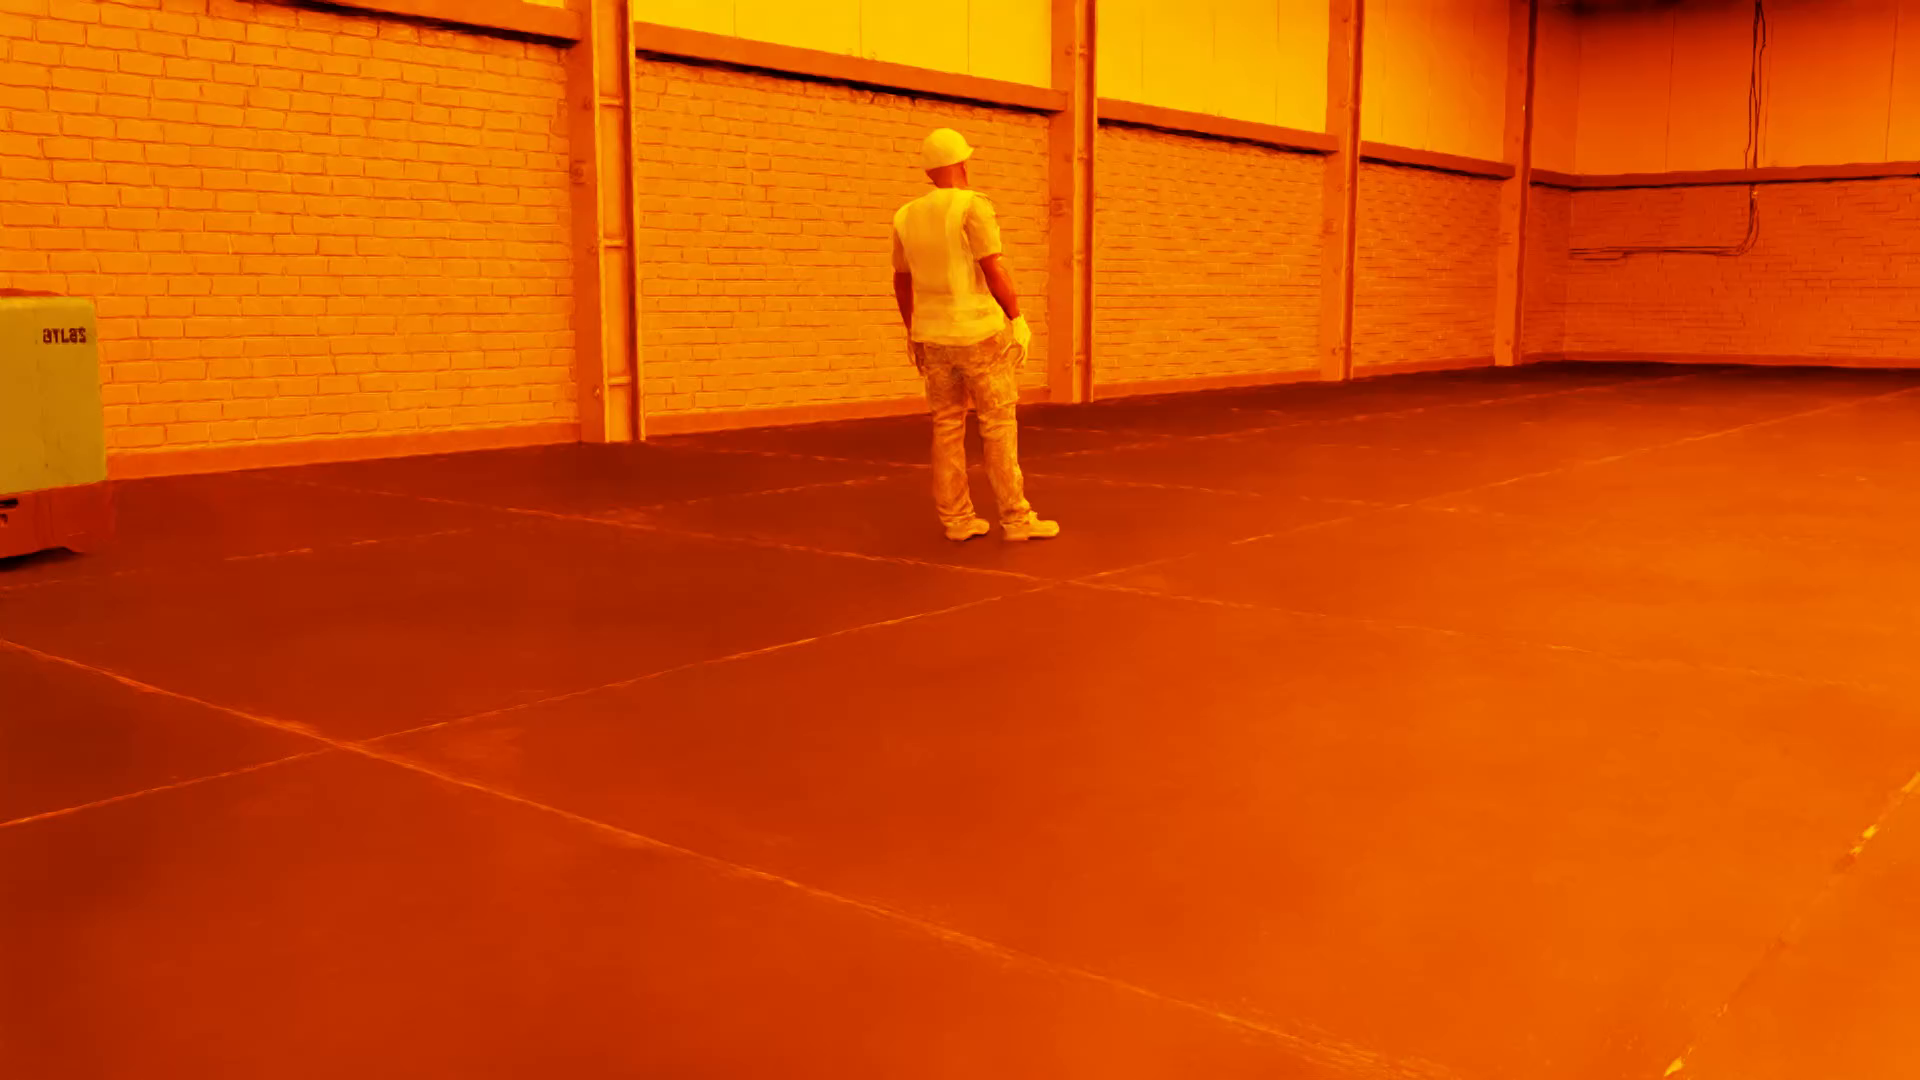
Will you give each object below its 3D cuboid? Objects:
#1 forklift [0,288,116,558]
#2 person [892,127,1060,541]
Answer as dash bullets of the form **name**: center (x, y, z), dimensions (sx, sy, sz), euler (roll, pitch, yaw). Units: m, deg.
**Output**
- **forklift**: center (-4.516, -1.217, 5.602), dimensions (1.130, 2.935, 3.031), euler (3, 9, 19)
- **person**: center (0.052, -0.896, 7.325), dimensions (0.655, 1.782, 0.576), euler (7, 11, 38)
